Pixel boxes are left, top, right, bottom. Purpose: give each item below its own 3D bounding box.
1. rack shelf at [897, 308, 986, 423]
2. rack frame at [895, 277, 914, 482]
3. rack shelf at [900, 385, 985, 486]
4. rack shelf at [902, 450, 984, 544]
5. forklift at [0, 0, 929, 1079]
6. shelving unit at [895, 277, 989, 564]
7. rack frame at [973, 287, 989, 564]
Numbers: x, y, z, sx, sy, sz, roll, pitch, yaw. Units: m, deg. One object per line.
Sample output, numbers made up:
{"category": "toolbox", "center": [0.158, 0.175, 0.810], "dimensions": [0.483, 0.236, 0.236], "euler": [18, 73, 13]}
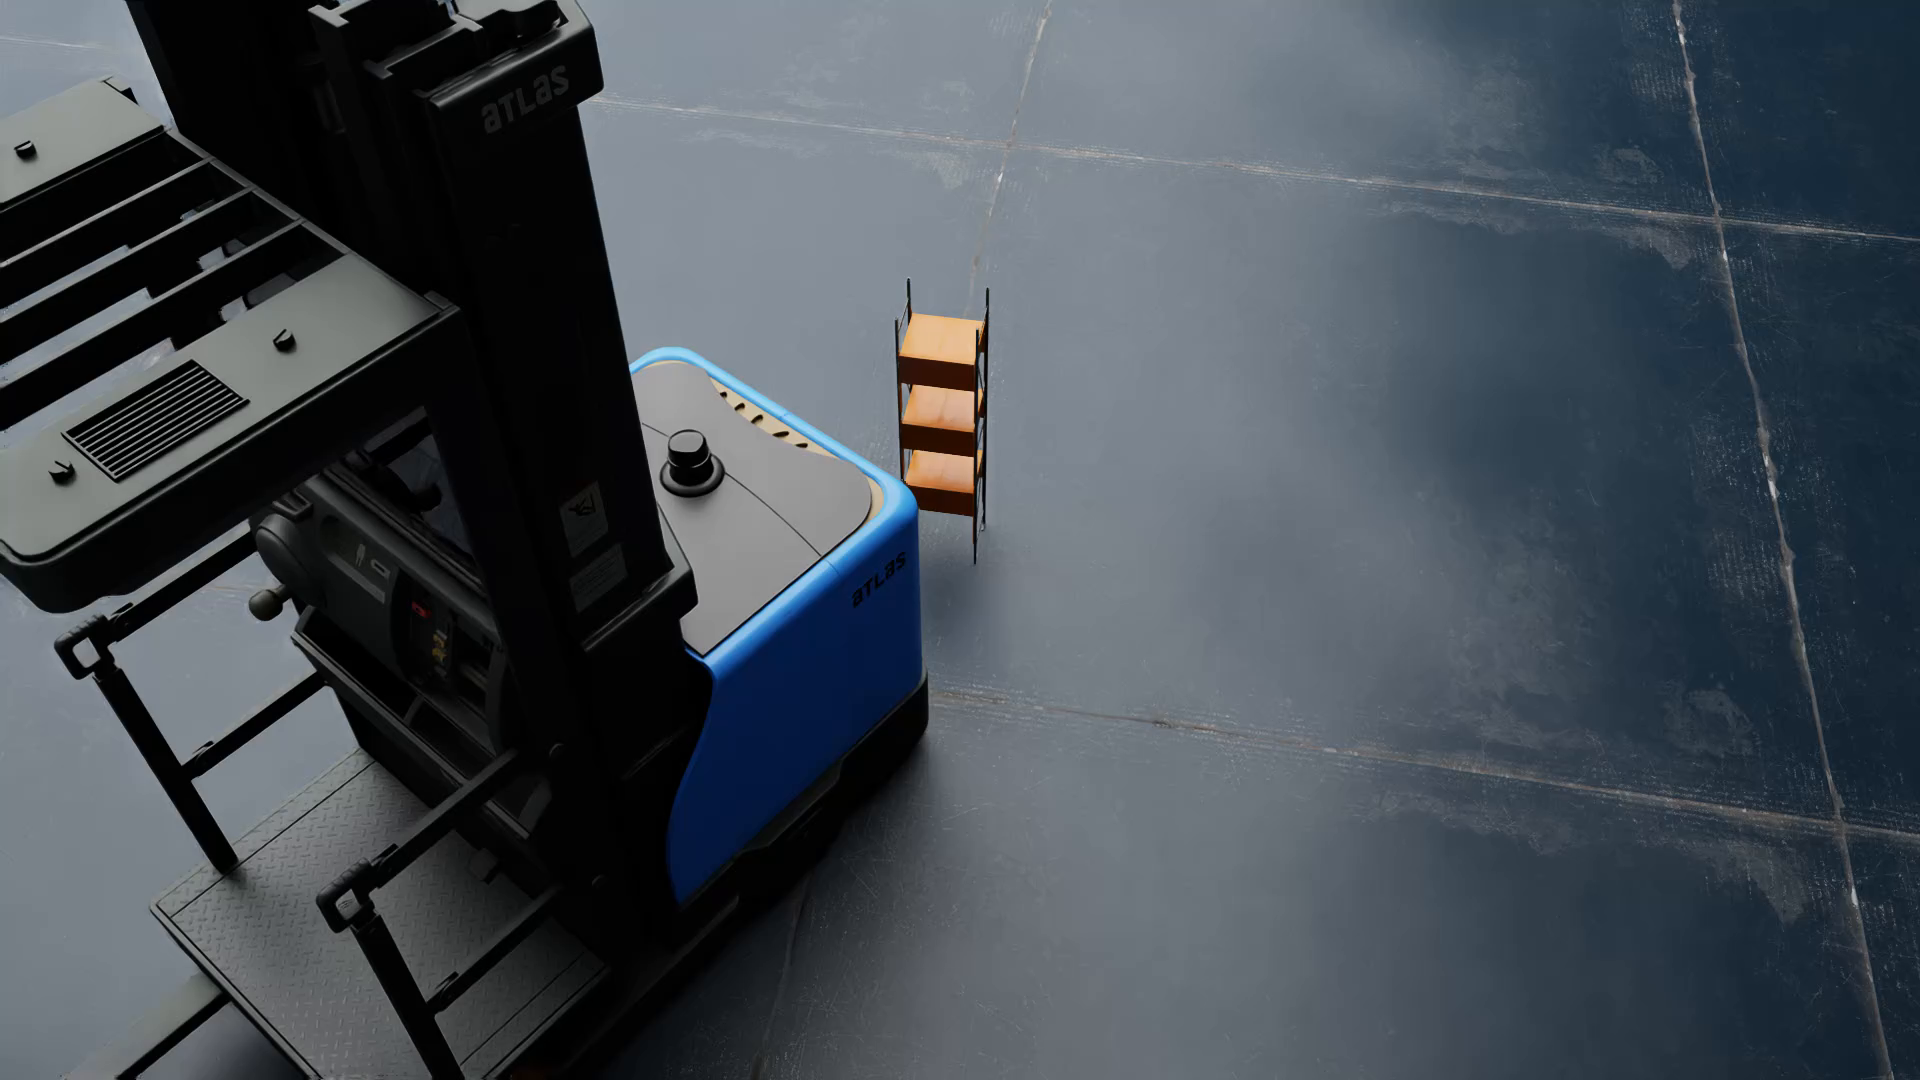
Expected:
{"category": "rack shelf", "center": [-0.053, -0.541, 5.163], "dimensions": [0.240, 0.259, 0.215], "euler": [8, 49, 7]}
{"category": "rack frame", "center": [-0.173, -0.374, 5.380], "dimensions": [0.008, 1.050, 0.200], "euler": [8, 49, 7]}
{"category": "rack shelf", "center": [-0.053, -0.351, 5.374], "dimensions": [0.240, 0.259, 0.215], "euler": [8, 49, 7]}
{"category": "rack shelf", "center": [-0.053, -0.165, 5.580], "dimensions": [0.240, 0.259, 0.215], "euler": [8, 49, 7]}
{"category": "forklift", "center": [-1.436, 0.217, 3.585], "dimensions": [1.130, 2.935, 3.031], "euler": [32, 56, 26]}
{"category": "shelving unit", "center": [-0.053, -0.358, 5.366], "dimensions": [0.252, 1.050, 0.215], "euler": [8, 49, 7]}
{"category": "rack frame", "center": [0.067, -0.342, 5.351], "dimensions": [0.008, 1.050, 0.200], "euler": [8, 49, 7]}
